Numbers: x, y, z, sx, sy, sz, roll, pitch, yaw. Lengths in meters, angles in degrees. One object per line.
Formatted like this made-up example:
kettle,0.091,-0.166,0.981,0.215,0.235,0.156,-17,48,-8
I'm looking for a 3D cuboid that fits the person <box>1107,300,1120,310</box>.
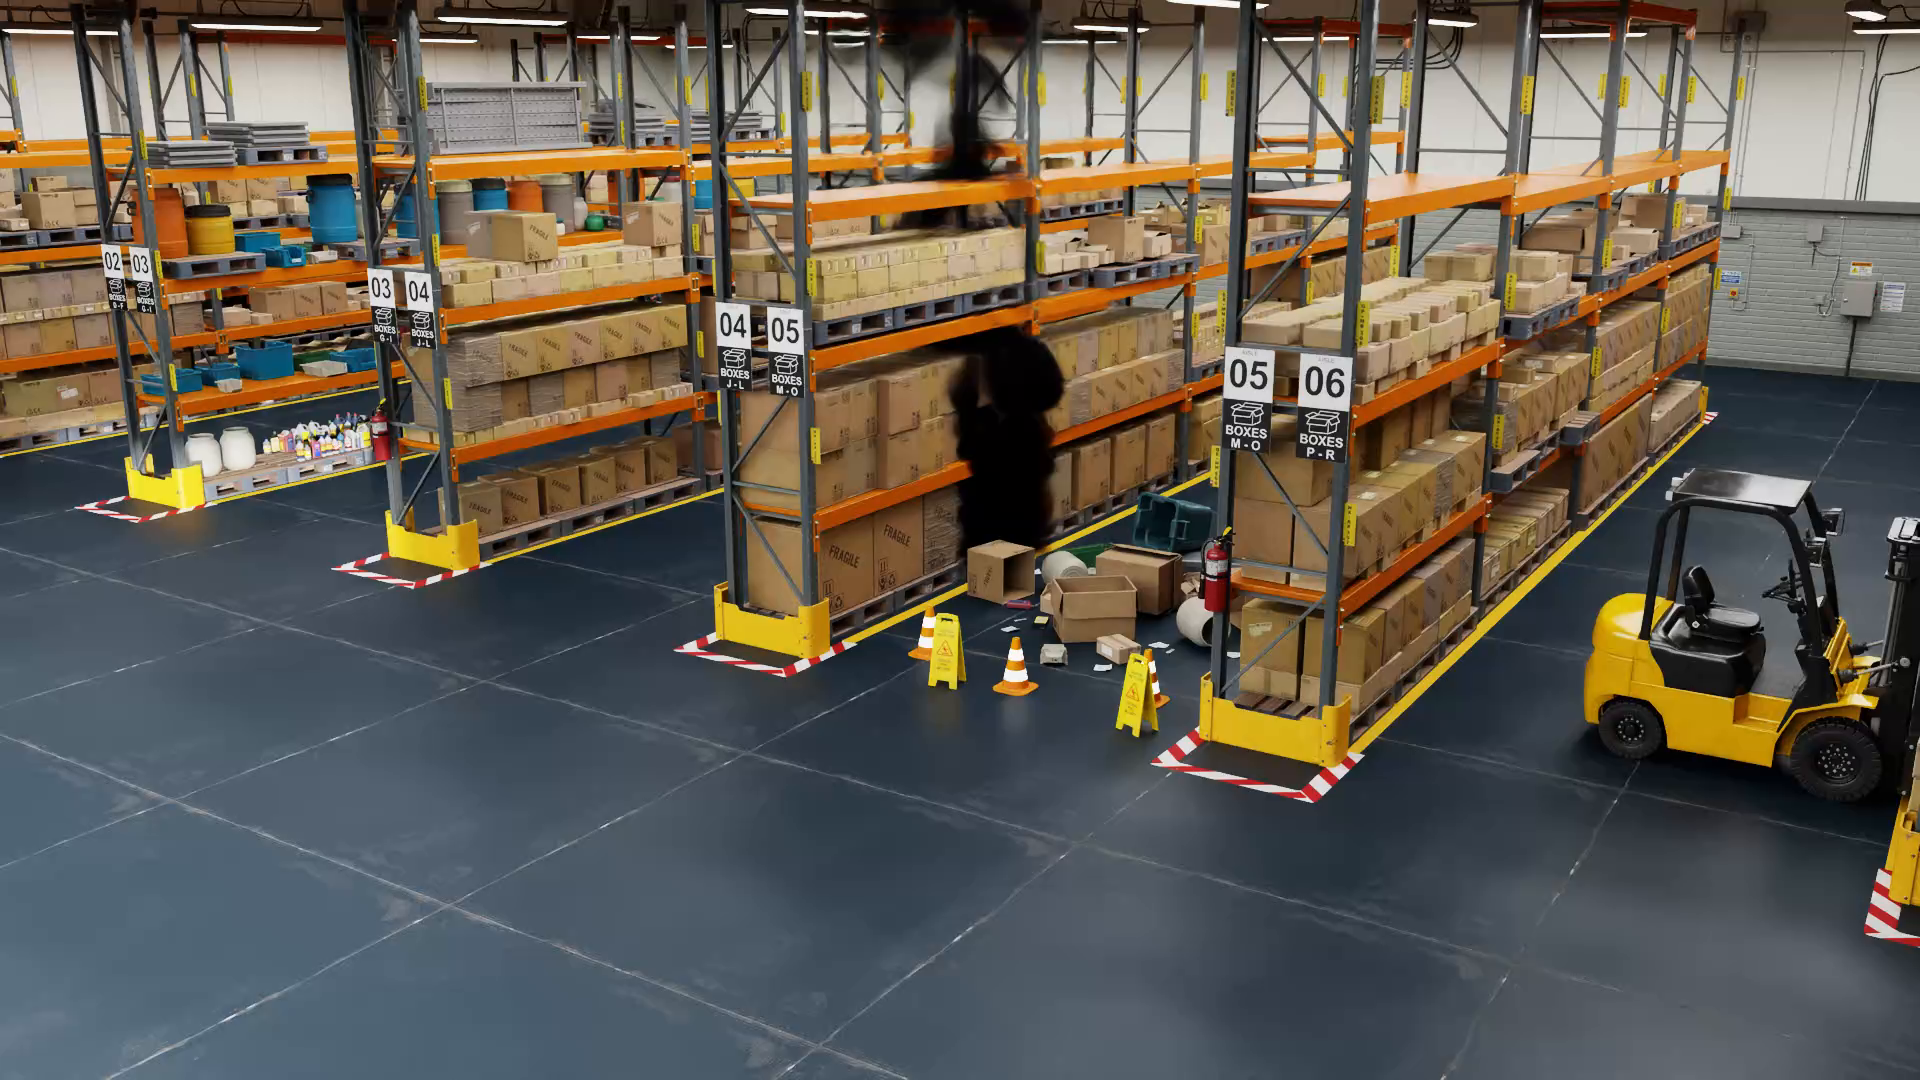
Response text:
person,2.500,-3.207,27.661,0.610,1.650,0.566,9,18,29
